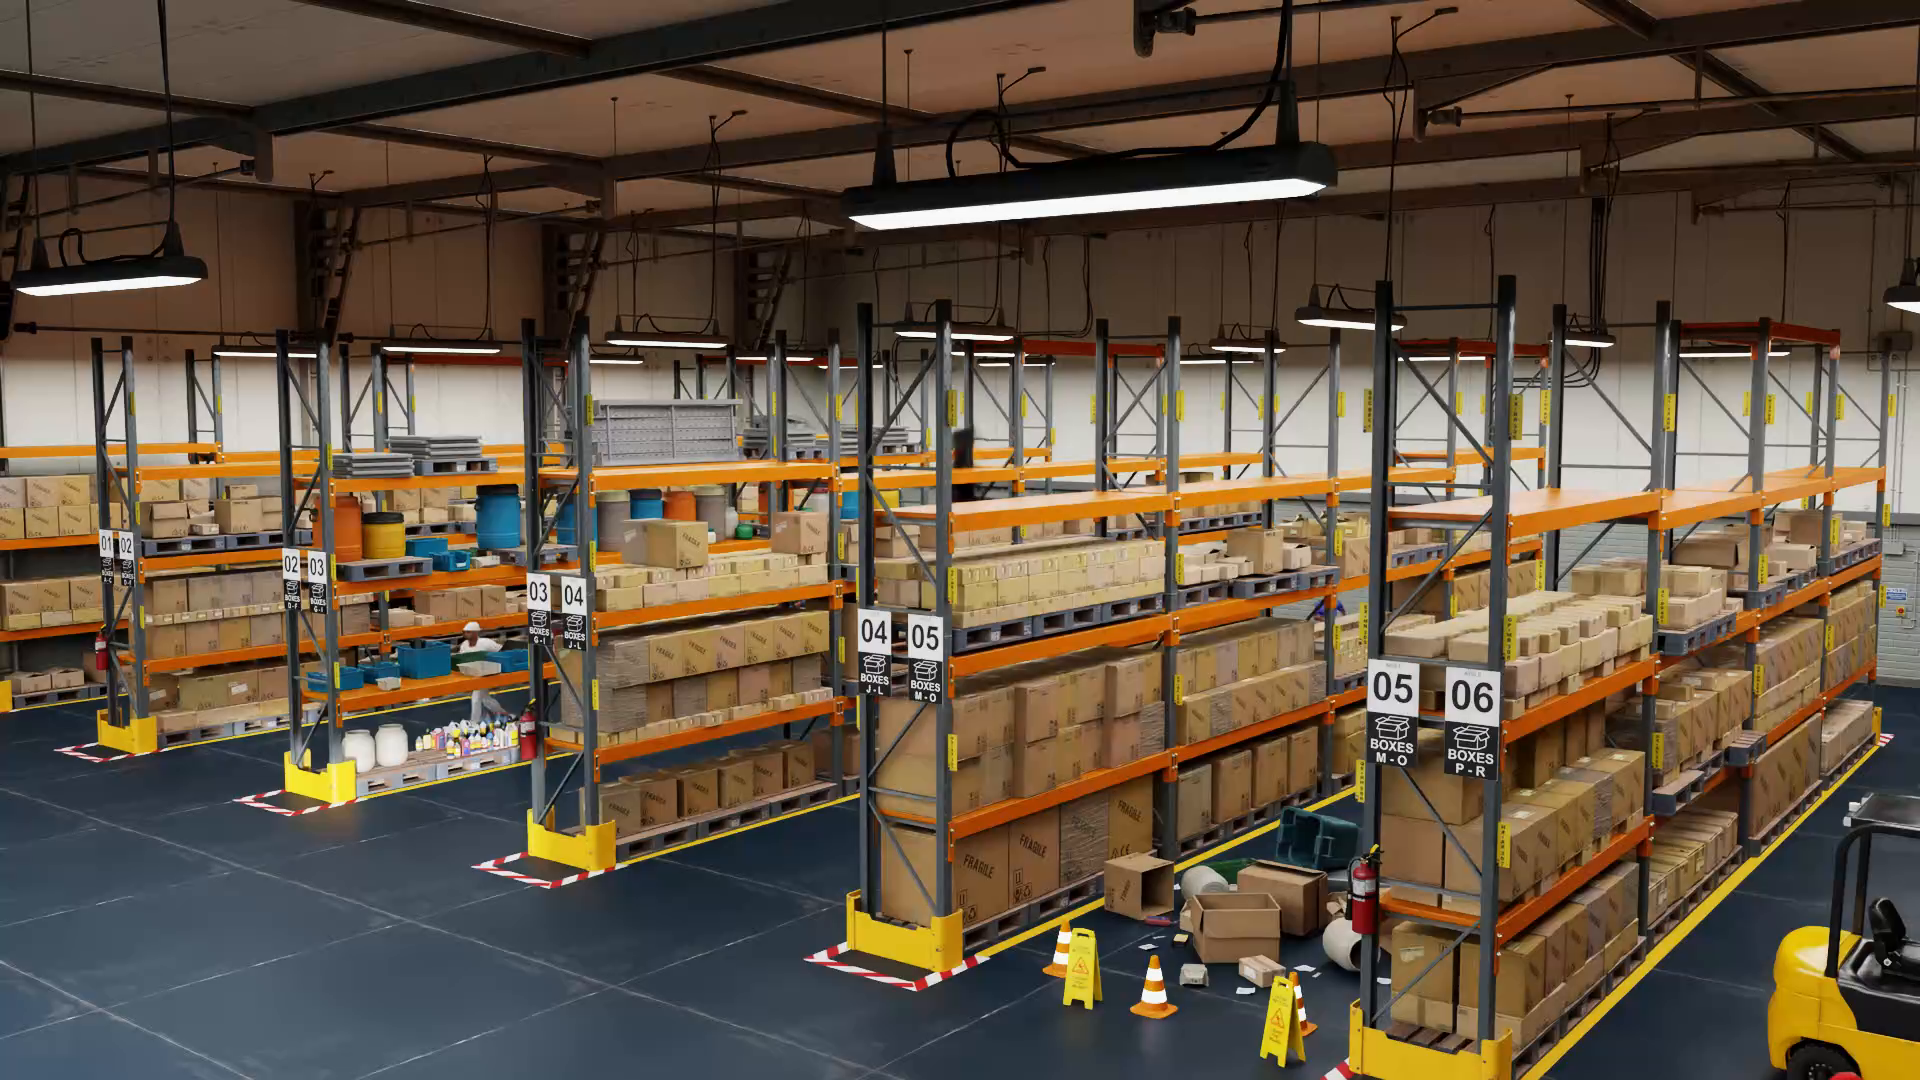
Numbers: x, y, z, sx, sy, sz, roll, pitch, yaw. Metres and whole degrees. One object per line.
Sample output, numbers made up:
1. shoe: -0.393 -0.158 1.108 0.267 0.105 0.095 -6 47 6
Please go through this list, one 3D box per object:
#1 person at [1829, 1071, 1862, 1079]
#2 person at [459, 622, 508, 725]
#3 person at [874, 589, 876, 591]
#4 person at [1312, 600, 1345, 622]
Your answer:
1. person: 4.372 3.512 8.354 1.008 1.768 0.710 -4 6 -39
2. person: -7.235 2.090 25.170 0.729 1.742 0.991 4 6 36
3. person: -1.861 1.325 33.973 0.649 1.747 0.654 4 6 38
4. person: 6.721 1.698 30.372 0.549 1.715 0.848 2 5 21
